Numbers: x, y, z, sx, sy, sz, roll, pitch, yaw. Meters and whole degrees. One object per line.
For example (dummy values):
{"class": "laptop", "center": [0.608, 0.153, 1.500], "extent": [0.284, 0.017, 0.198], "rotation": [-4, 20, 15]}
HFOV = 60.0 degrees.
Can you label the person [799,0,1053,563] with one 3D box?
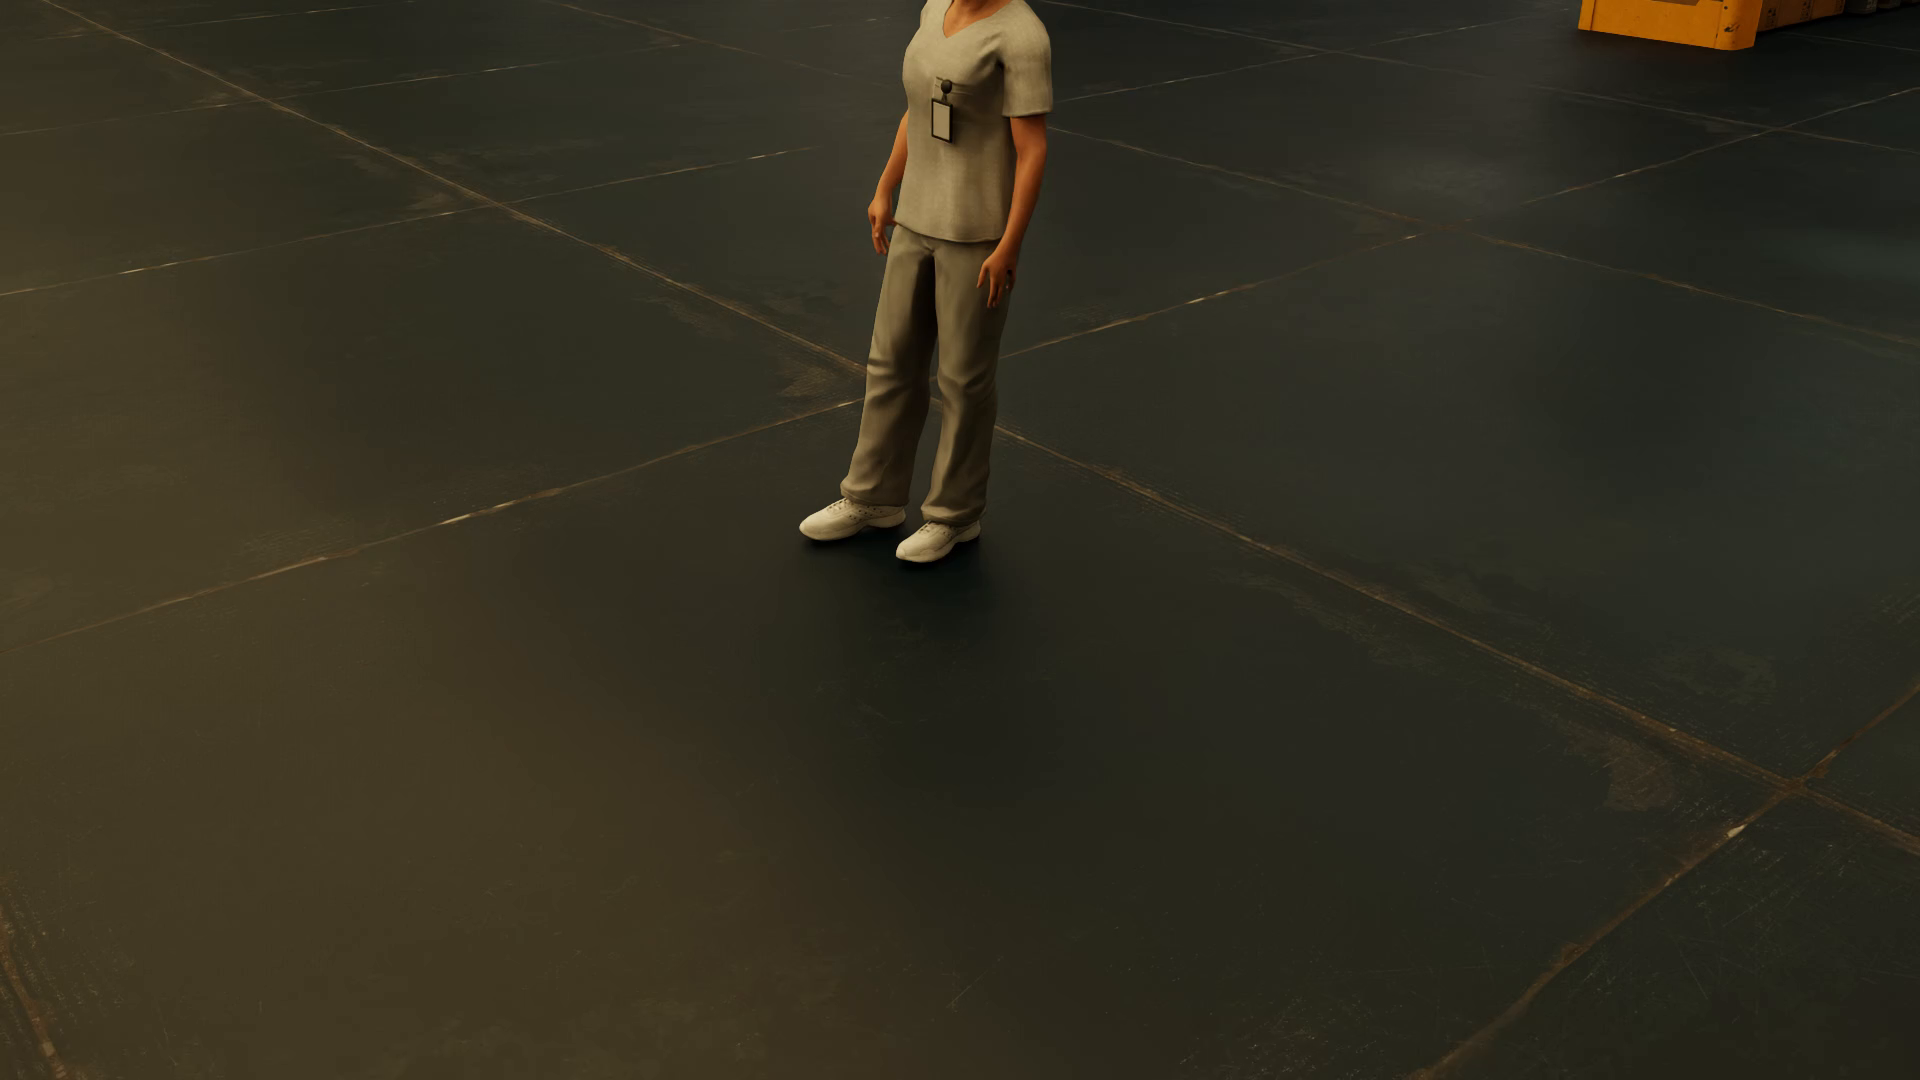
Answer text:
{"class": "person", "center": [-0.065, -0.741, 4.093], "extent": [0.549, 1.675, 0.549], "rotation": [-20, 33, -35]}
